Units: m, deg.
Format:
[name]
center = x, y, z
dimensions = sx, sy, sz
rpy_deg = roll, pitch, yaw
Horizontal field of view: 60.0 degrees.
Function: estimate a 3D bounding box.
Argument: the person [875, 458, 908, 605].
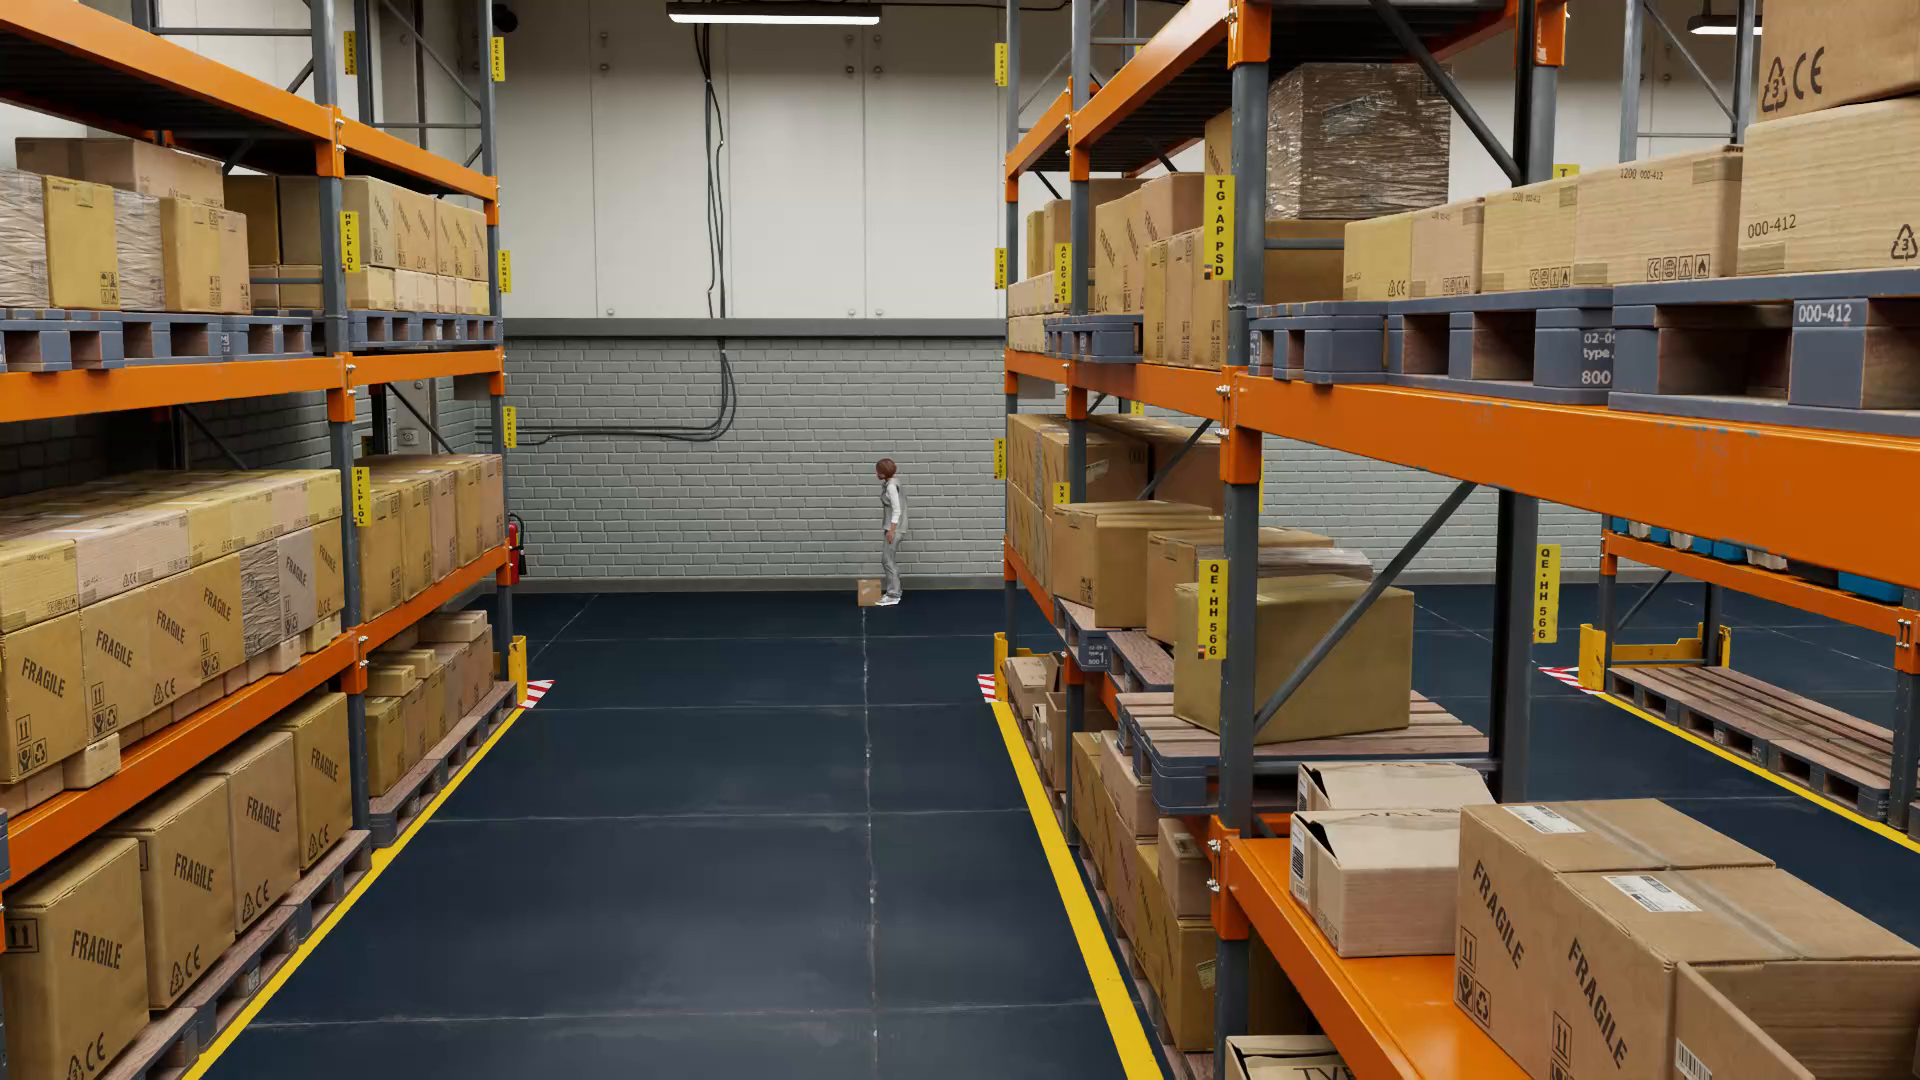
[person]
center = -0.760, -0.094, 18.066
dimensions = 0.377, 1.591, 0.477
rpy_deg = -1, 7, -7
